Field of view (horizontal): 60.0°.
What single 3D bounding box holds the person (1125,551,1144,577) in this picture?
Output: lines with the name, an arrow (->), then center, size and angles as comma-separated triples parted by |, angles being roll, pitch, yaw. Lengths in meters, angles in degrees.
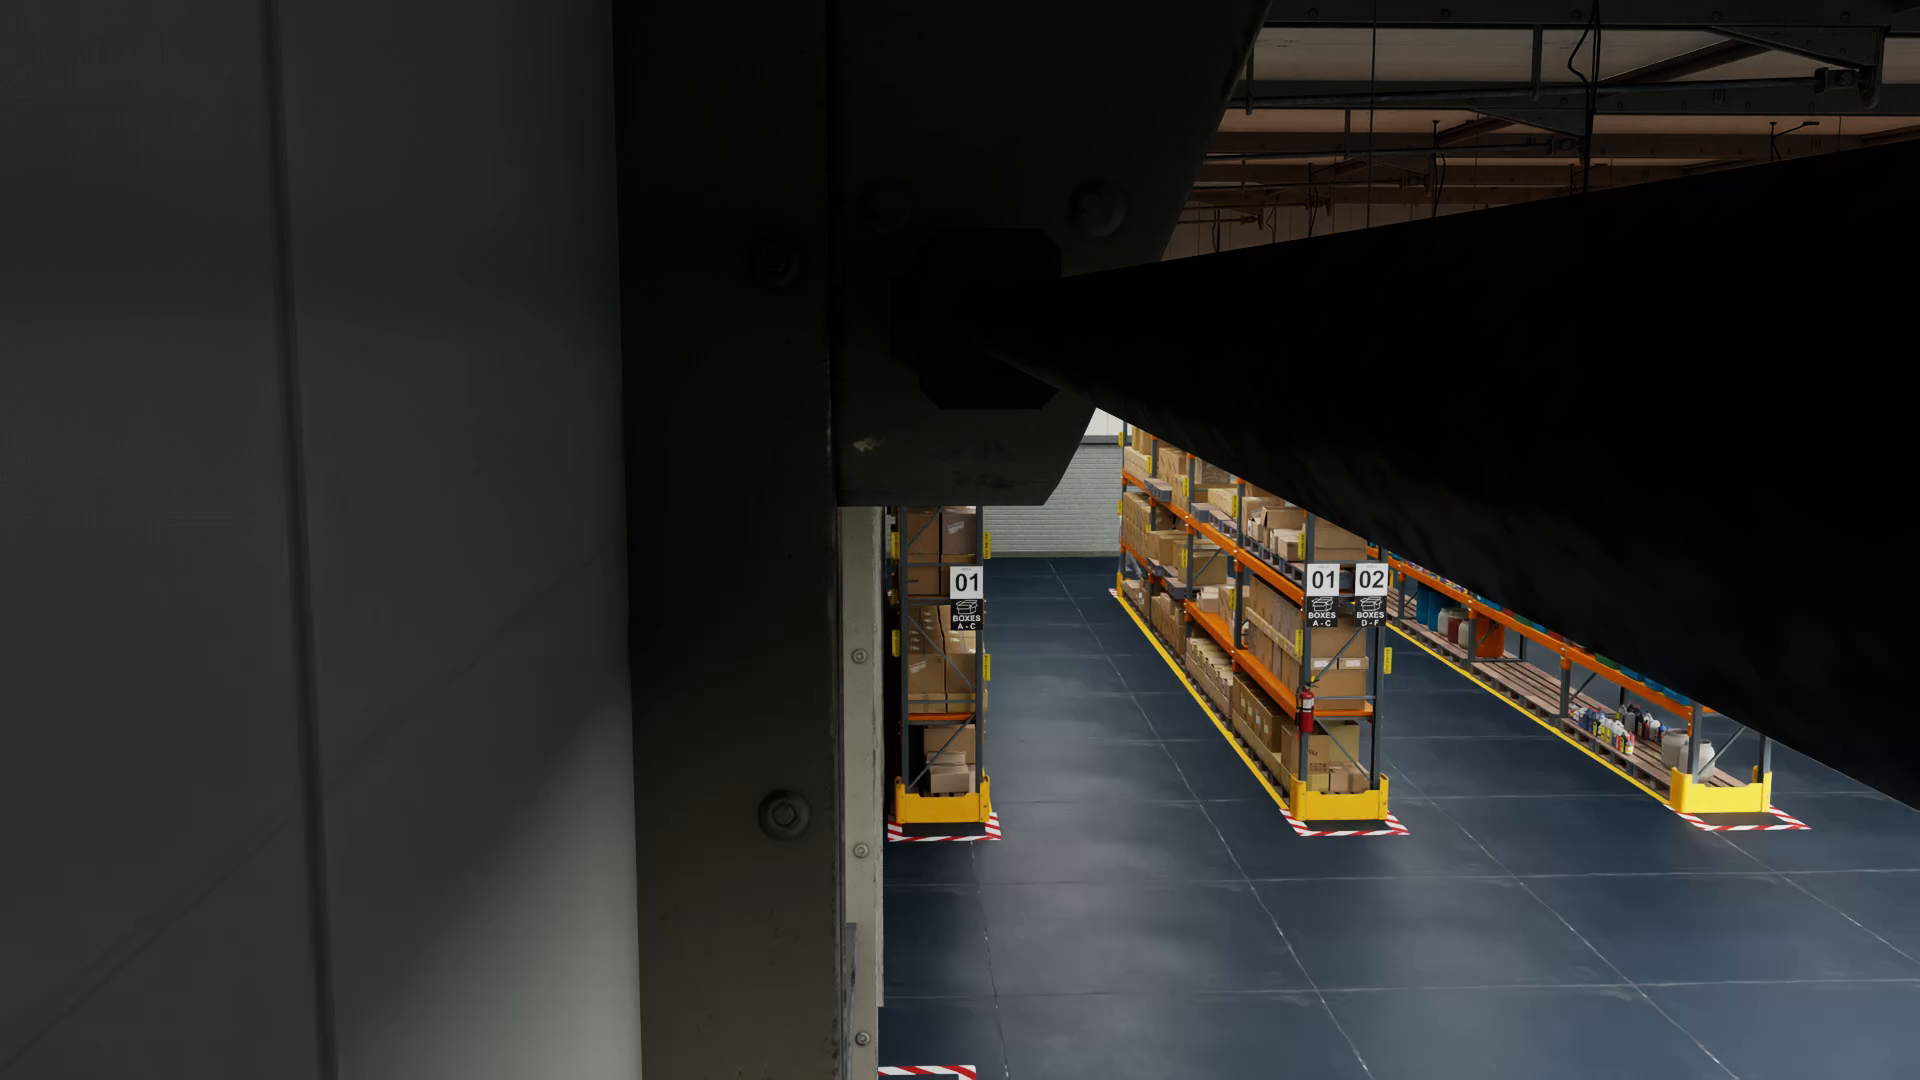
person -> 4.122, 0.006, 39.262 | 0.446, 1.619, 0.987 | -5, 10, -34
